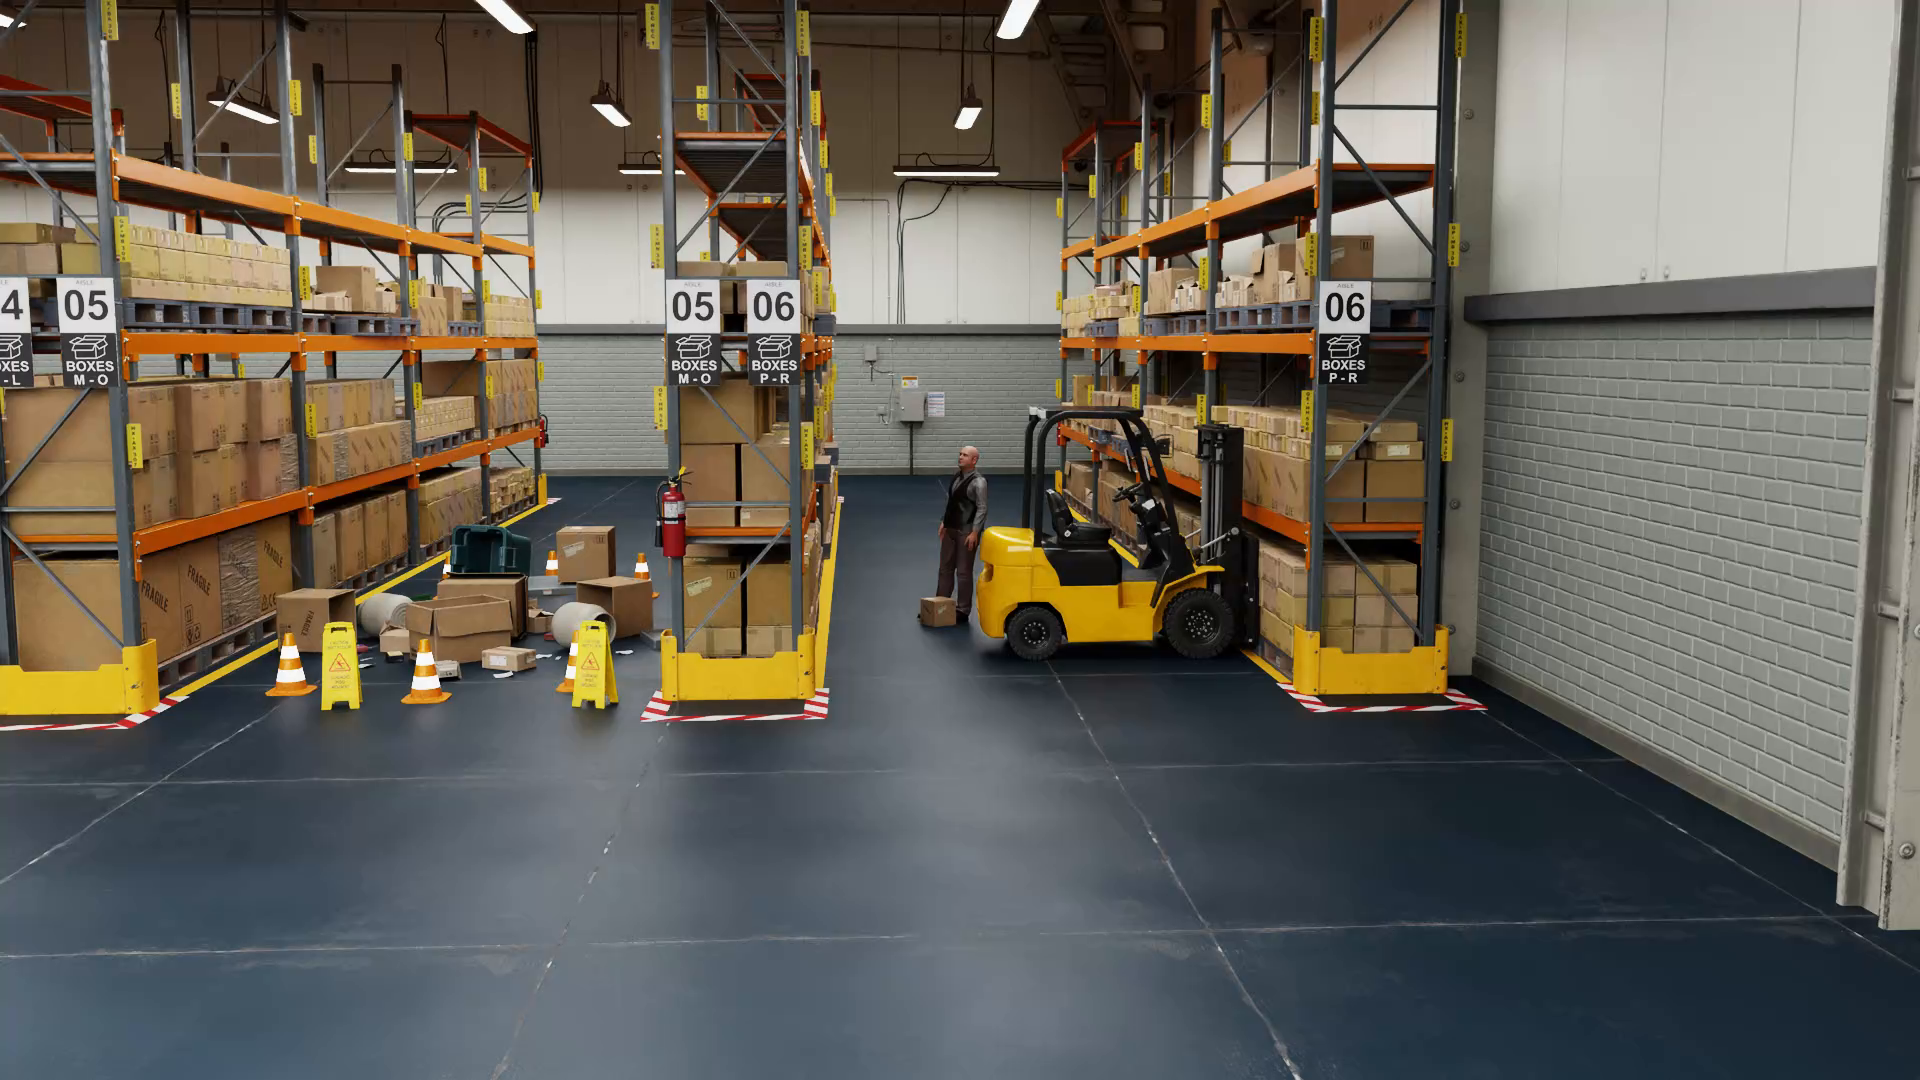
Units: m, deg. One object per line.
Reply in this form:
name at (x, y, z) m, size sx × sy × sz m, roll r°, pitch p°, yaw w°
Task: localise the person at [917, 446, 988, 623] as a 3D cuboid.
person at (-0.038, -0.058, 16.263) m, size 0.568 × 1.720 × 0.631 m, roll -4°, pitch 8°, yaw -33°
